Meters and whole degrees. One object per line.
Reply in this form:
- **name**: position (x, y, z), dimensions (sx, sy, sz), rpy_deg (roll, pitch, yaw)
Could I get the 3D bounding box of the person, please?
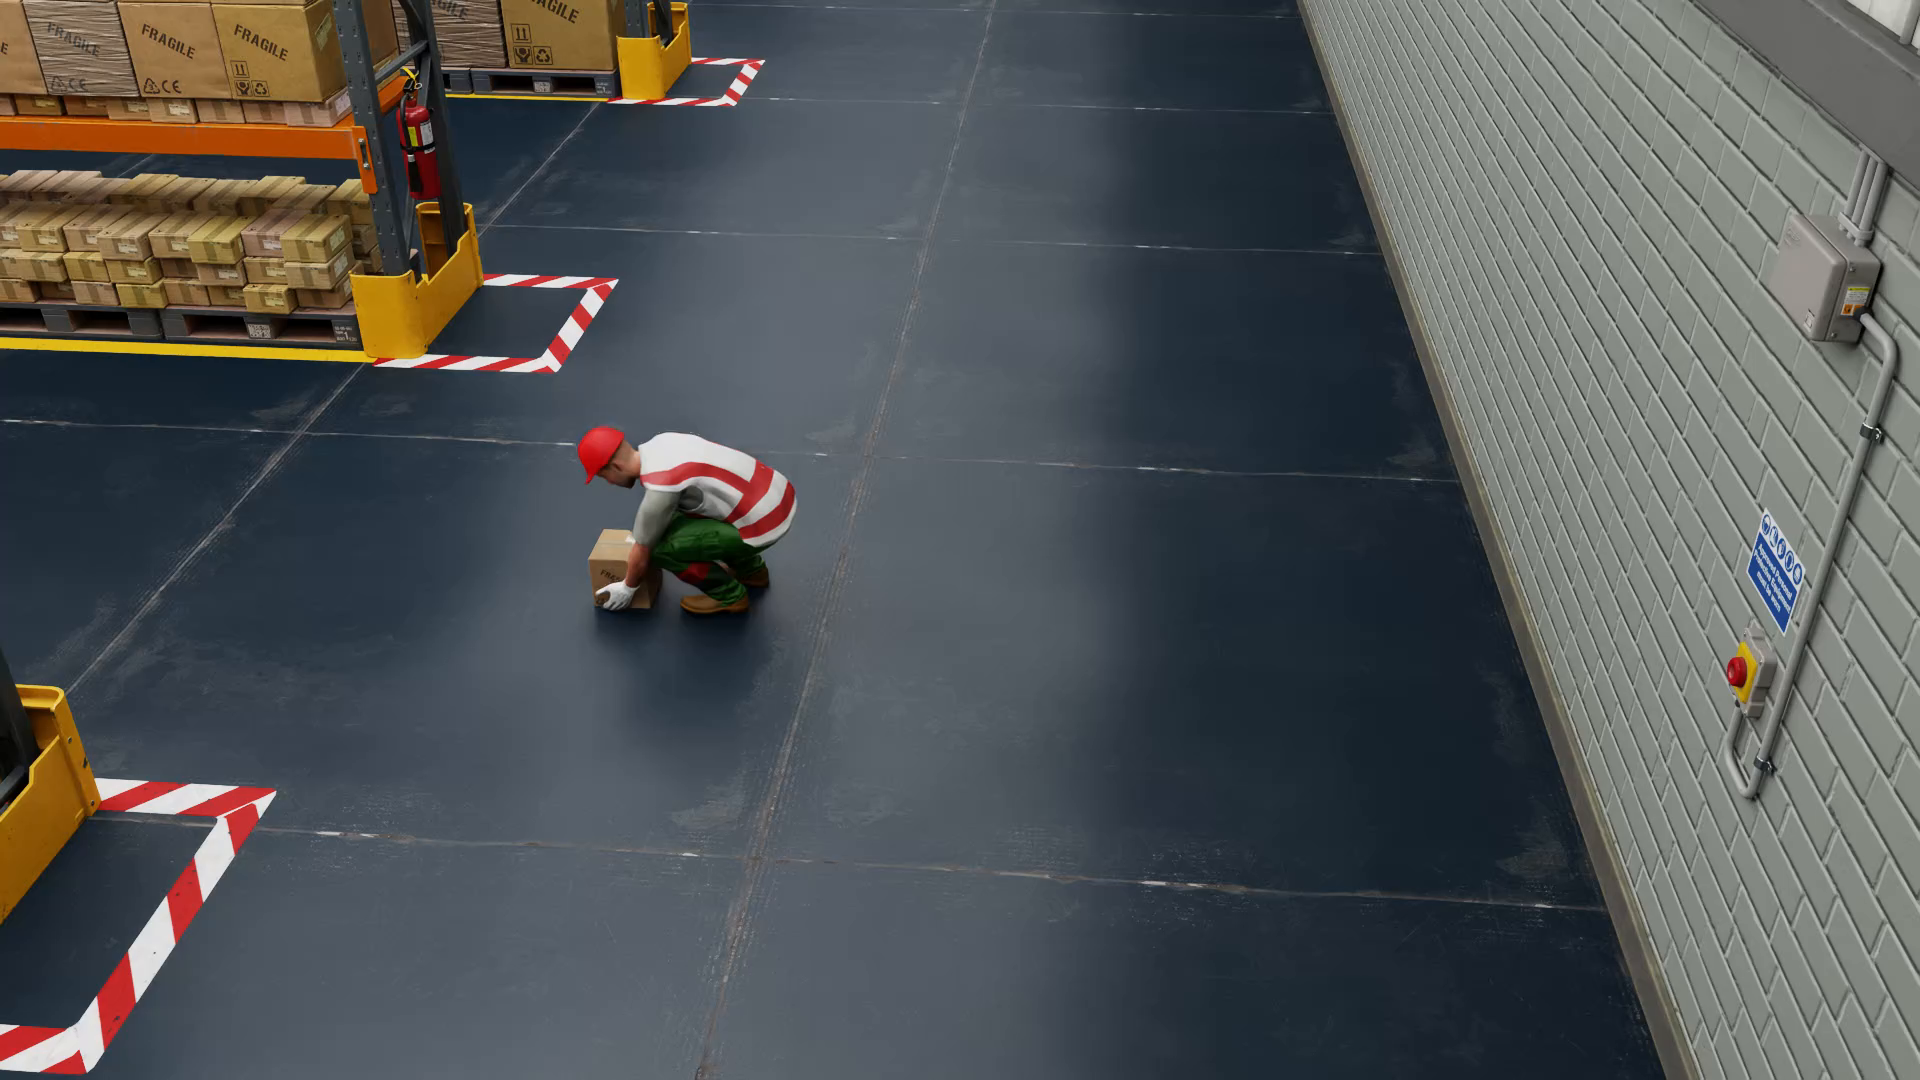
- **person**: position (-1.157, -0.102, 7.187), dimensions (0.890, 0.880, 0.563), rpy_deg (3, 32, 4)
